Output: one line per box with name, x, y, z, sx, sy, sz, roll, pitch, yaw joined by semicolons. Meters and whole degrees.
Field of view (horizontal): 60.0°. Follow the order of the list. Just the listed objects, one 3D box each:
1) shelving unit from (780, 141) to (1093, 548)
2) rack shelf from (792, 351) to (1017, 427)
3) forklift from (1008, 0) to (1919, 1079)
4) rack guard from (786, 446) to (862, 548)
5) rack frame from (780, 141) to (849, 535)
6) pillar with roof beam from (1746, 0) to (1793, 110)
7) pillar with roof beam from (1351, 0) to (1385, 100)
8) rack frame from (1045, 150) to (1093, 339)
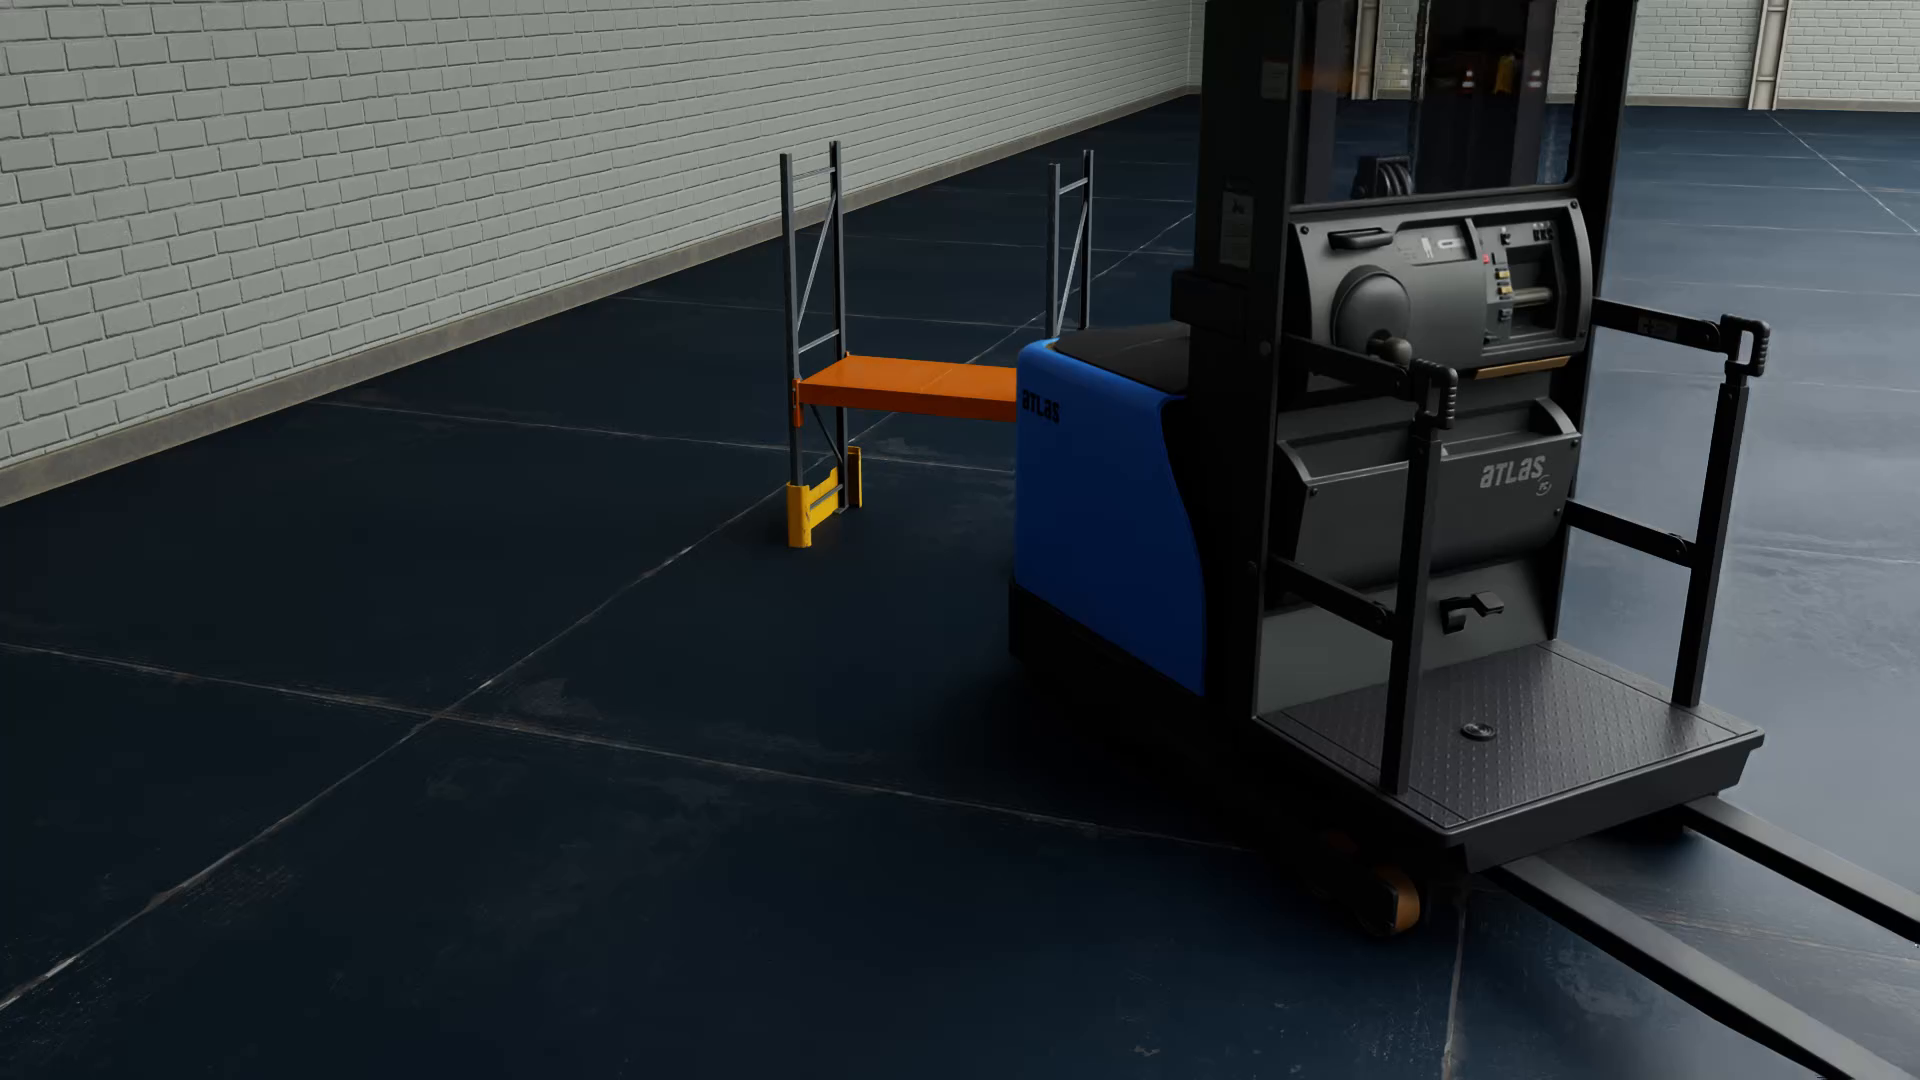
shelving unit;-0.072;-0.716;6.353;1.083;1.500;0.587;7;20;18
rack shelf;-0.081;-0.548;6.415;1.000;0.185;0.538;7;20;18
forklift;1.304;-0.623;3.909;1.130;2.935;3.031;-10;22;-27
rack guard;-0.542;-0.180;6.713;0.087;0.250;0.587;7;20;18
rack frame;-0.561;-0.772;6.513;0.032;1.500;0.500;7;20;18
pillar with roof beam;10.937;-9.559;20.328;0.400;9.000;9.100;7;20;18
pillar with roof beam;5.270;-10.207;22.187;0.400;9.000;9.100;7;20;18
rack frame;0.400;-0.663;6.198;0.032;1.500;0.500;7;20;18
